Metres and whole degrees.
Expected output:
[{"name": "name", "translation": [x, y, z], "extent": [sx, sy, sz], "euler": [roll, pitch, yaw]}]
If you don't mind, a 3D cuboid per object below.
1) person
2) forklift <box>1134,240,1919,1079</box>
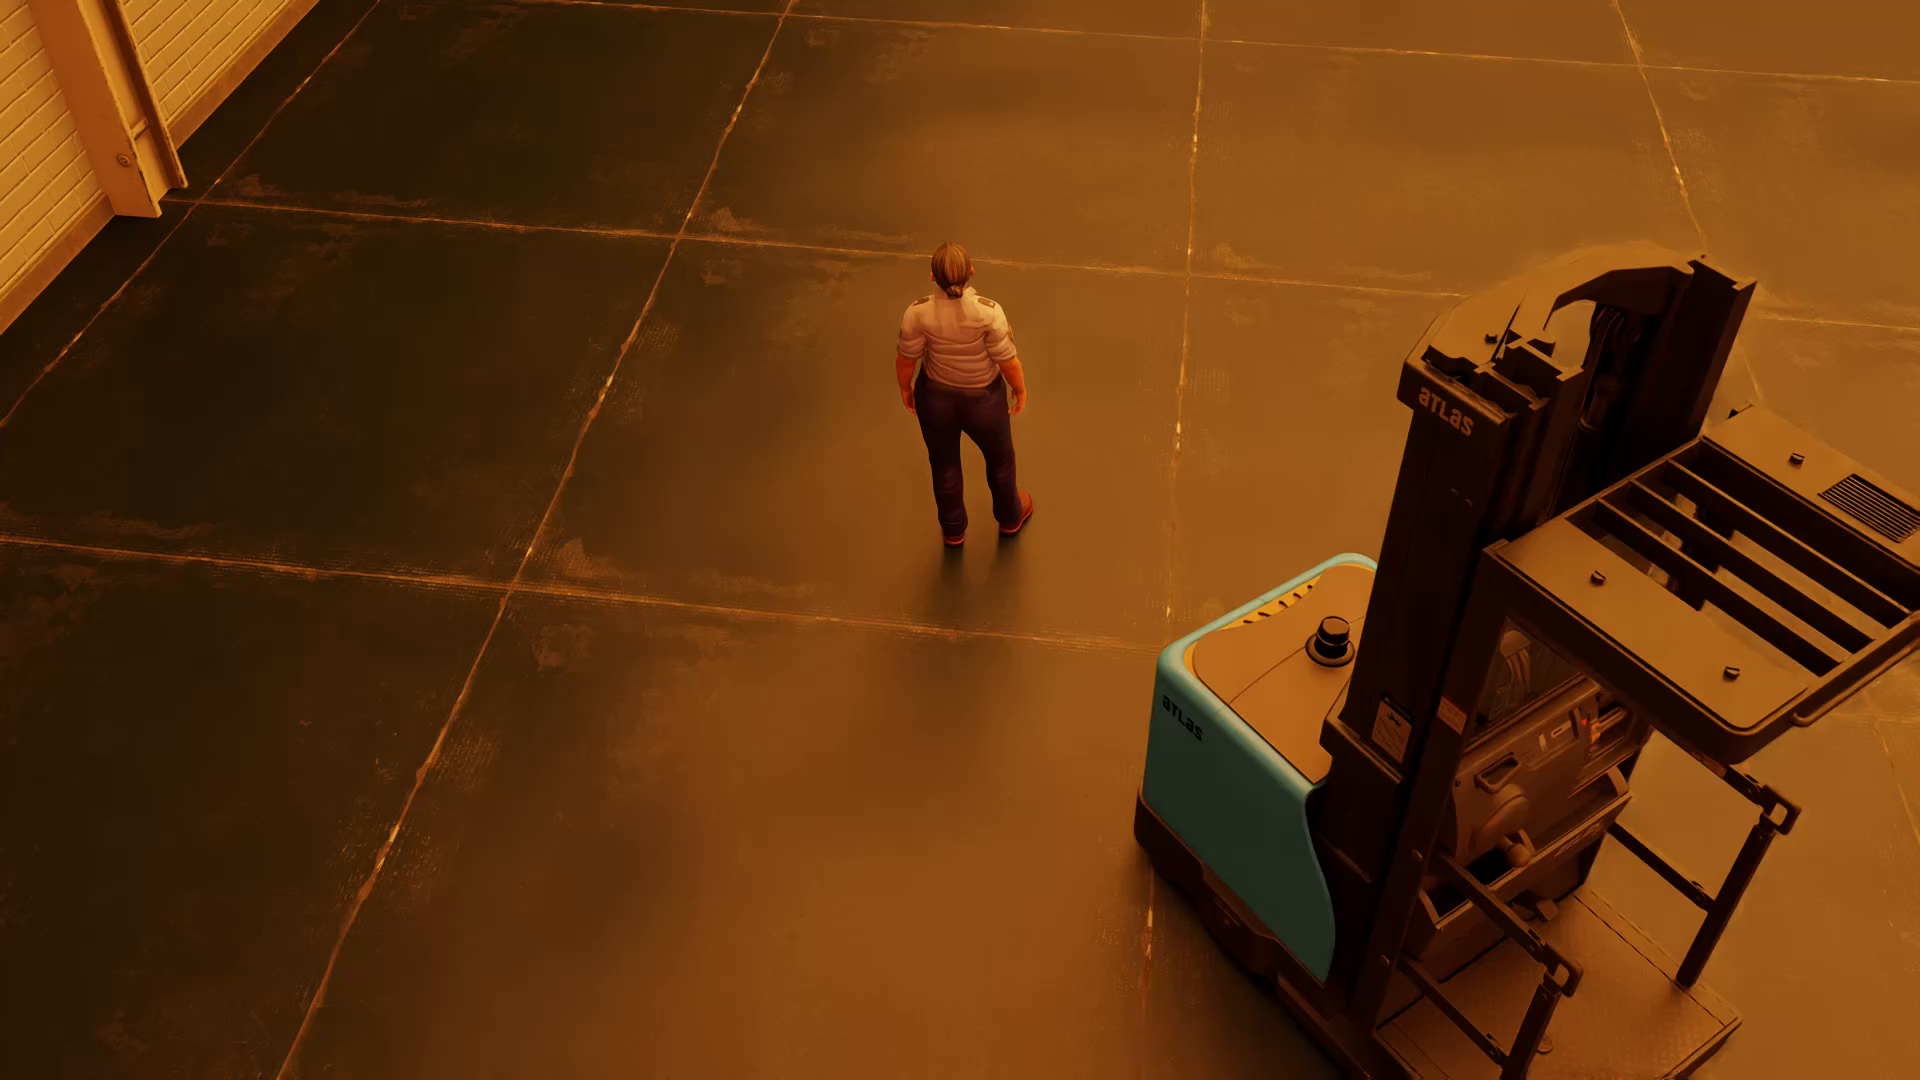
[{"name": "person", "translation": [0.035, -0.670, 7.391], "extent": [0.598, 1.651, 0.503], "euler": [5, 43, 6]}, {"name": "forklift", "translation": [1.935, 0.740, 4.918], "extent": [1.130, 2.935, 3.031], "euler": [-25, 48, -25]}]
